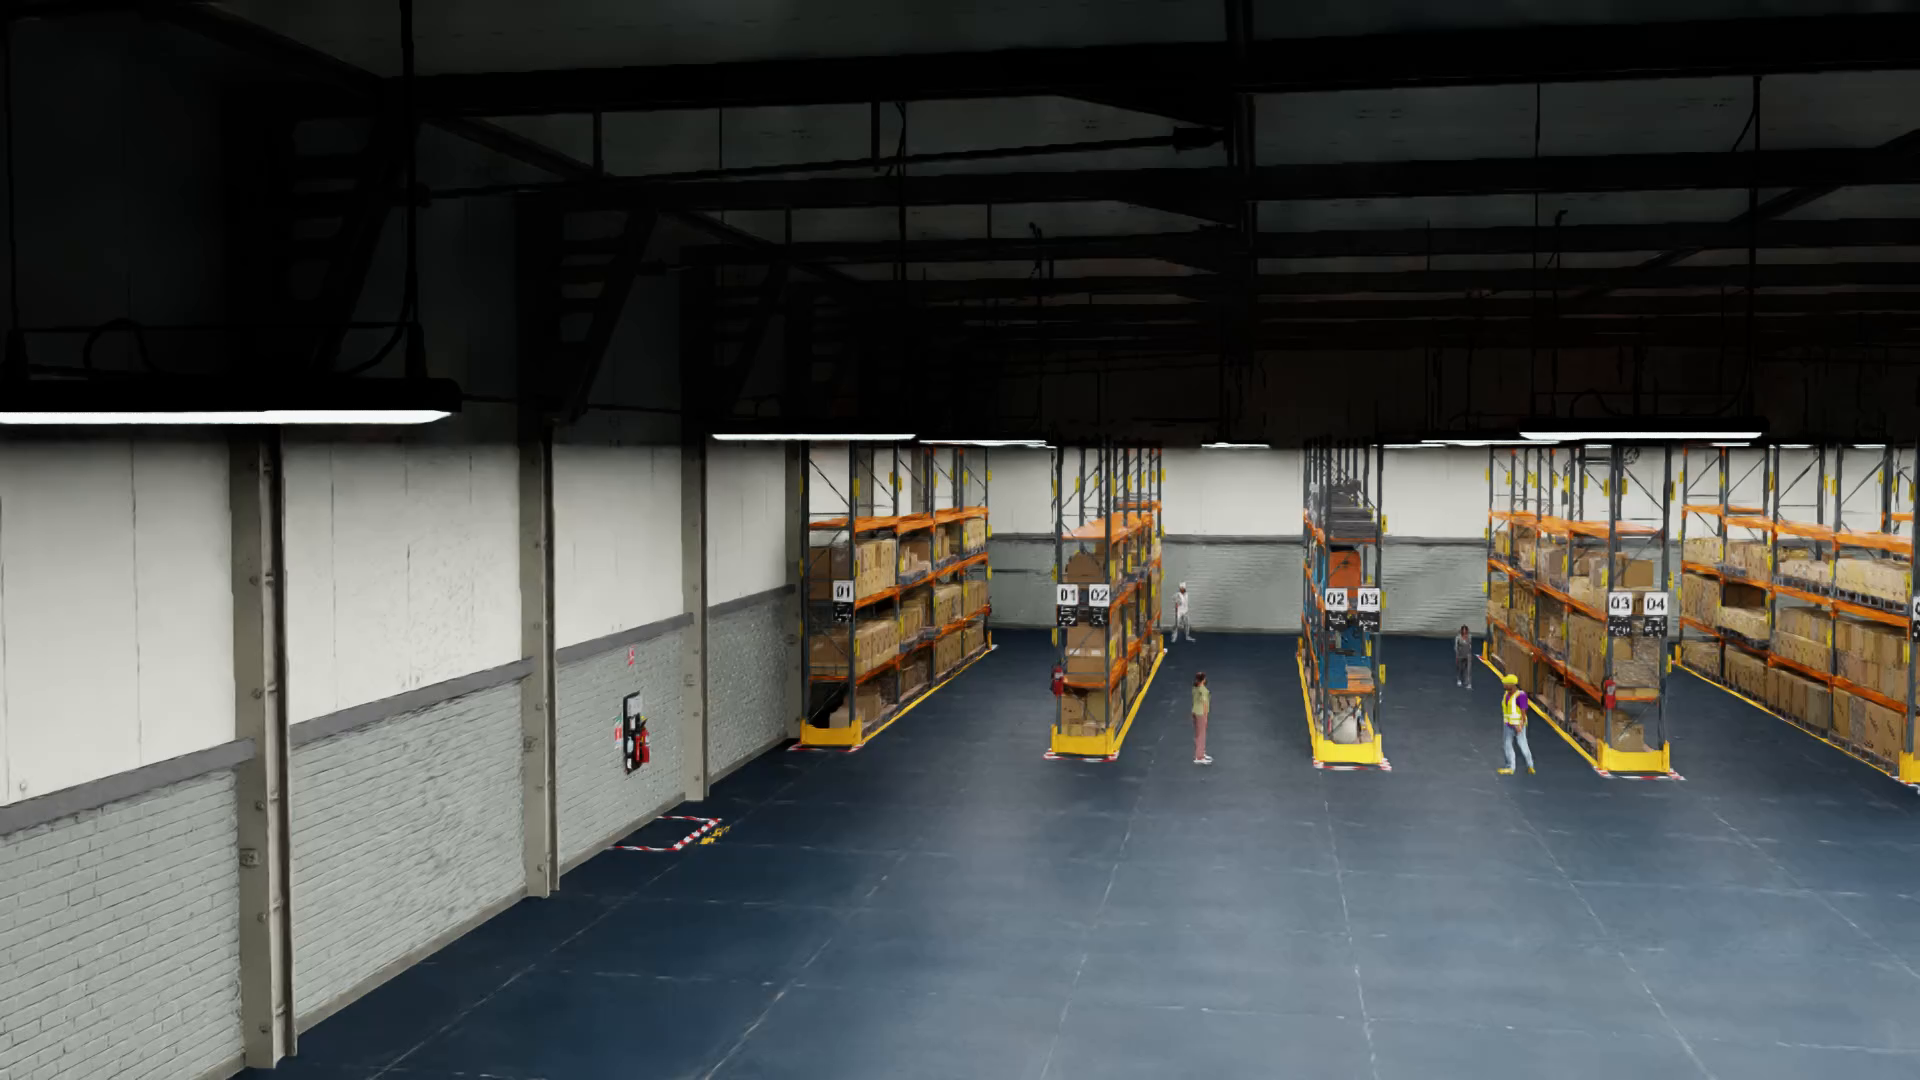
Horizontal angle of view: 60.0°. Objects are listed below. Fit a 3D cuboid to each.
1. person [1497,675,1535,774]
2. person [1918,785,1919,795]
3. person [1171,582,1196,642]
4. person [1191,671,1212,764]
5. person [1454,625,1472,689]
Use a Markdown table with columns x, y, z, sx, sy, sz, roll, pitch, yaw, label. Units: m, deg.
| x | y | z | sx | sy | sz | roll | pitch | yaw | label |
| --- | --- | --- | --- | --- | --- | --- | --- | --- | --- |
| 9.852 | 3.259 | 29.450 | 0.619 | 1.762 | 0.593 | -1 | 3 | -24 | person |
| 16.141 | 3.435 | 27.237 | 0.639 | 1.610 | 0.807 | 0 | 3 | -6 | person |
| 6.634 | 2.142 | 49.541 | 0.531 | 1.779 | 0.708 | 3 | 4 | 43 | person |
| 4.447 | 3.246 | 30.433 | 0.441 | 1.633 | 0.498 | -1 | 3 | -19 | person |
| 12.106 | 2.841 | 40.008 | 0.417 | 1.407 | 1.037 | 1 | 3 | 12 | person |
